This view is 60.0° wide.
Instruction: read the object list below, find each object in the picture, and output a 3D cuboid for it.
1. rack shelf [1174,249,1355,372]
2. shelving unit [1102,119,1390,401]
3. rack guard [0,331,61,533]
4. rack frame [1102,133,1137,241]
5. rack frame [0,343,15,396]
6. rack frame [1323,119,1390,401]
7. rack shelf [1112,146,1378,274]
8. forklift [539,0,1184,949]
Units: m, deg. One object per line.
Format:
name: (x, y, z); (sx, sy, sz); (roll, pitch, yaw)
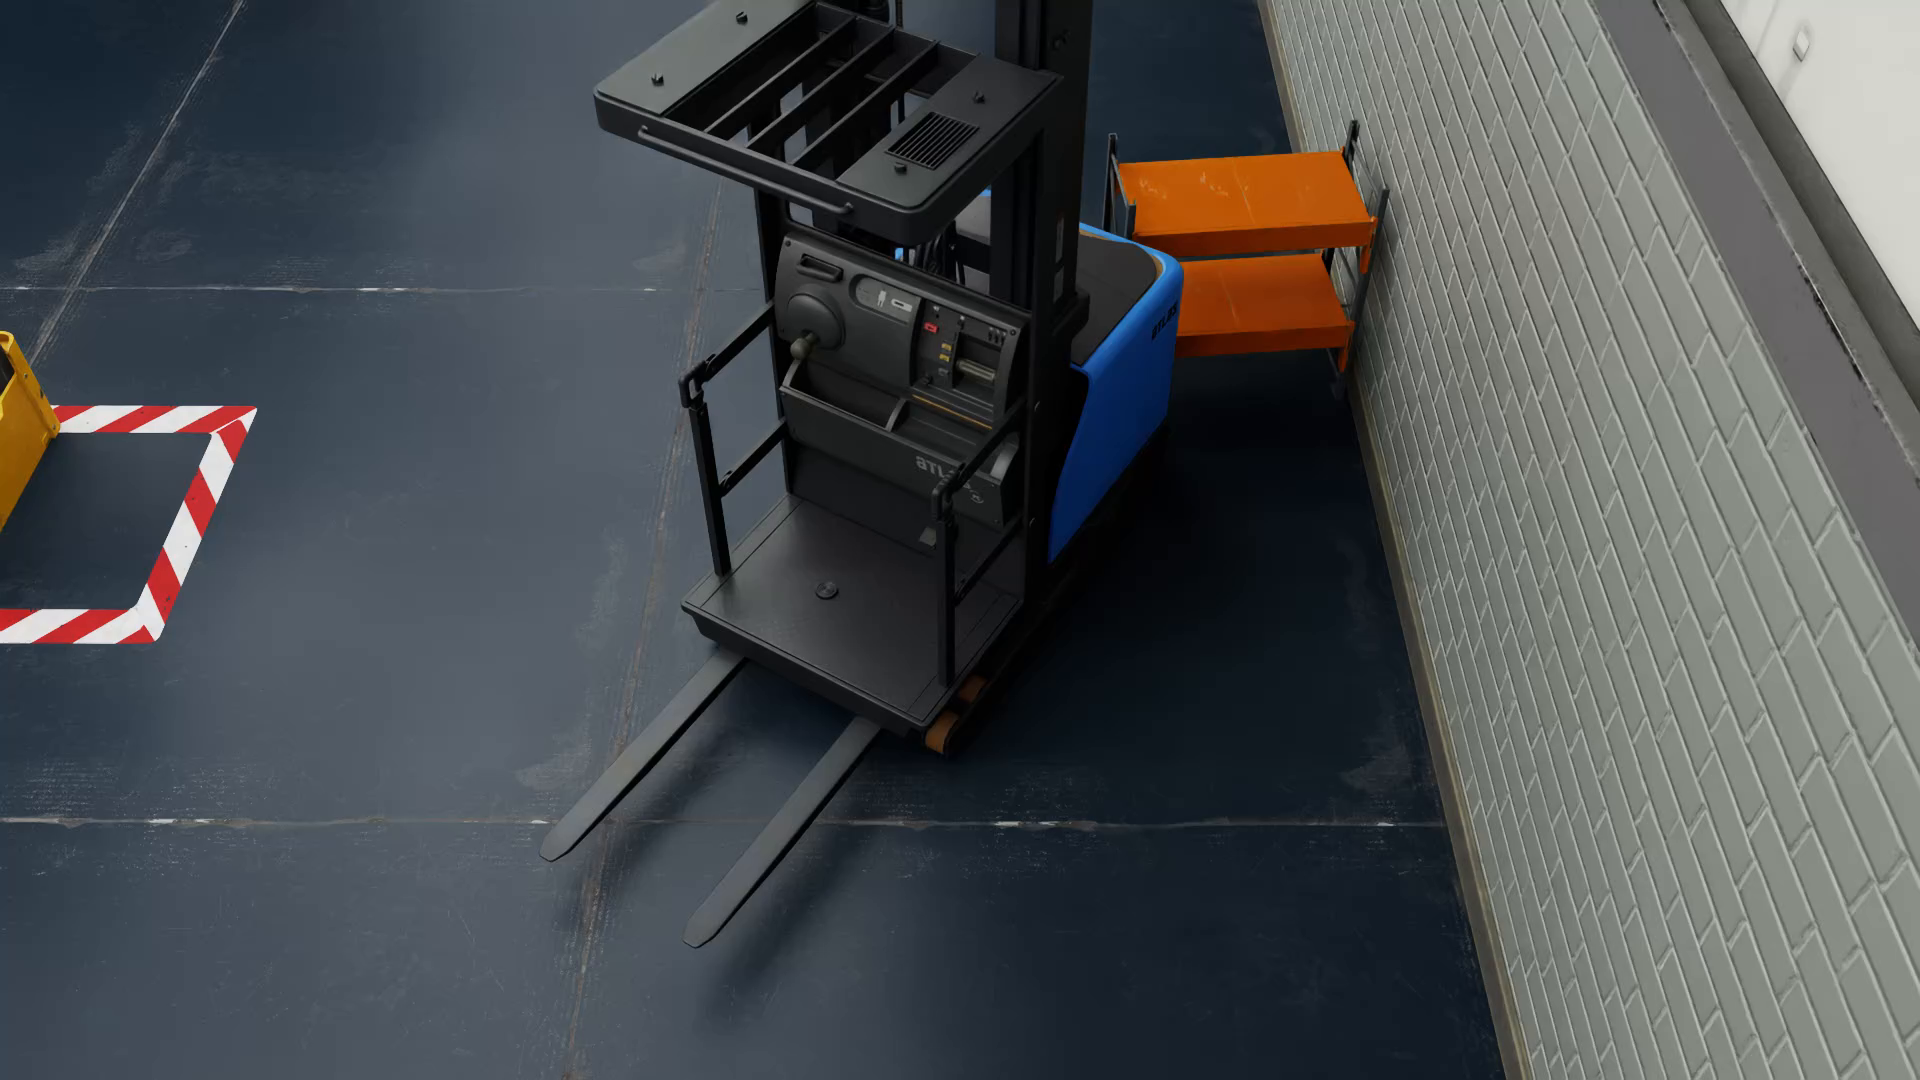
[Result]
rack shelf: (1.159, -0.981, 7.310); (1.000, 0.278, 0.538); (-4, 47, -4)
shelving unit: (1.159, -1.148, 7.131); (1.048, 1.125, 0.538); (-4, 47, -4)
rack guard: (-4.115, -0.276, 6.746); (0.348, 0.500, 1.175); (0, 47, 0)
rack frame: (0.653, -1.111, 7.096); (0.032, 1.125, 0.500); (-4, 47, -4)
rack frame: (-4.039, -1.127, 5.831); (0.127, 3.000, 1.000); (0, 47, 0)
rack frame: (1.665, -1.185, 7.165); (0.032, 1.125, 0.500); (-4, 47, -4)
rack shelf: (1.159, -1.347, 6.916); (1.000, 0.278, 0.538); (-4, 47, -4)
forklift: (-0.328, -0.611, 5.397); (1.130, 2.935, 3.031); (24, 52, 21)
